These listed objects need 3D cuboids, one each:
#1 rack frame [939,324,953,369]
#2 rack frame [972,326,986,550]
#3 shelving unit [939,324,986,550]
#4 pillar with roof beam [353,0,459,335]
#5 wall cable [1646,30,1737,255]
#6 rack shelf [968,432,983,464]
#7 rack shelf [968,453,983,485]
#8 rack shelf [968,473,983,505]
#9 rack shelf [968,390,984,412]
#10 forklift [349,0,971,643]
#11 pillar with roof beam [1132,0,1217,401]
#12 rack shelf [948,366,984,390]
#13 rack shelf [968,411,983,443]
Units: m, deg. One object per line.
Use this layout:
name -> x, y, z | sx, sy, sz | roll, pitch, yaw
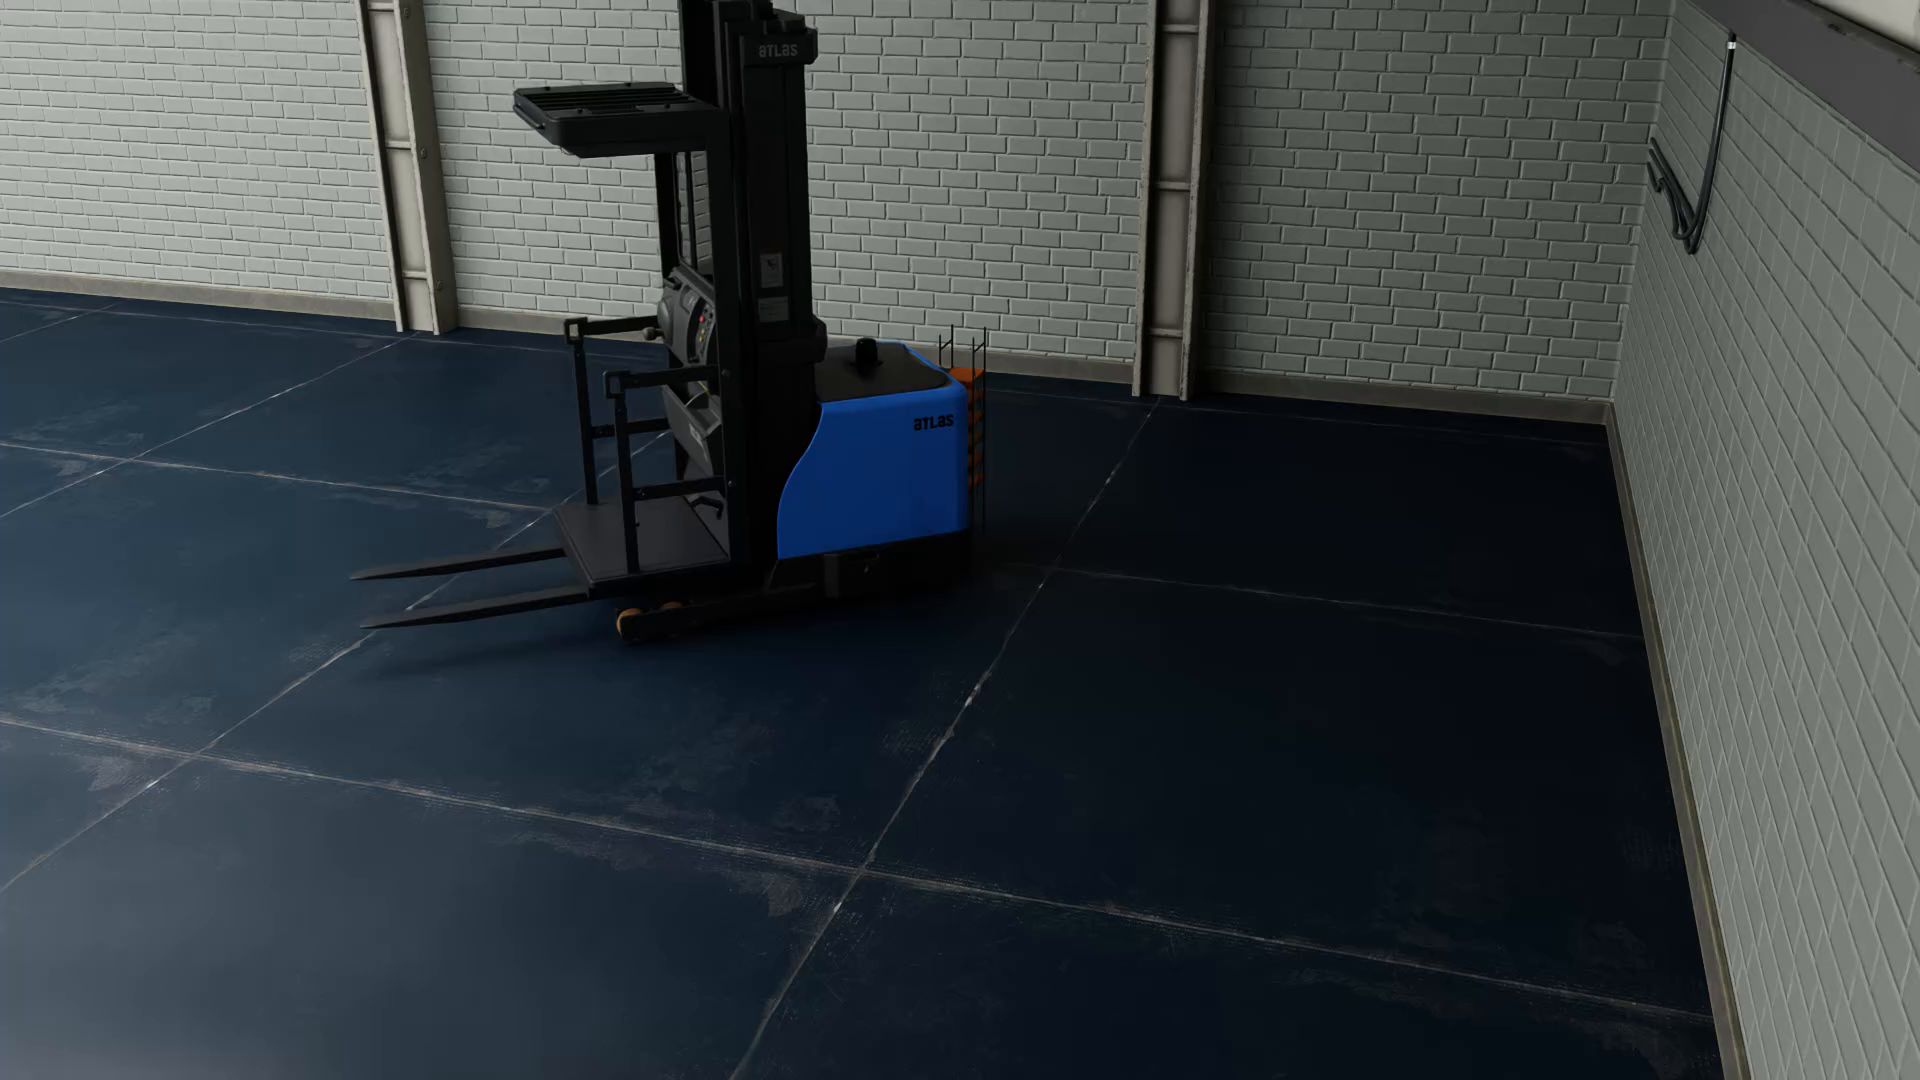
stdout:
rack frame -> -0.074, -0.564, 9.063 | 0.006, 1.200, 0.240 | 7, 23, 15
rack frame -> 0.101, -0.544, 9.014 | 0.006, 1.200, 0.240 | 7, 23, 15
shelving unit -> 0.014, -0.554, 9.038 | 0.189, 1.200, 0.258 | 7, 23, 15
pillar with roof beam -> -5.537, -4.312, 7.924 | 0.400, 9.000, 9.100 | 7, 23, 16
wall cable -> 3.889, -2.978, 8.764 | 0.112, 2.526, 3.097 | 7, 23, 16
rack shelf -> 0.014, -0.512, 9.055 | 0.180, 0.103, 0.258 | 7, 23, 15
rack shelf -> 0.014, -0.401, 9.101 | 0.180, 0.103, 0.258 | 7, 23, 15
rack shelf -> 0.014, -0.290, 9.146 | 0.180, 0.103, 0.258 | 7, 23, 15
rack shelf -> 0.014, -0.734, 8.964 | 0.180, 0.103, 0.258 | 7, 23, 15
forklift -> -1.511, -1.084, 8.049 | 3.031, 2.935, 1.130 | -9, 24, -21
pillar with roof beam -> 0.207, -3.654, 6.320 | 0.400, 9.000, 9.100 | 7, 23, 16
rack shelf -> 0.014, -0.845, 8.919 | 0.180, 0.103, 0.258 | 7, 23, 15
rack shelf -> 0.014, -0.623, 9.010 | 0.180, 0.103, 0.258 | 7, 23, 15
